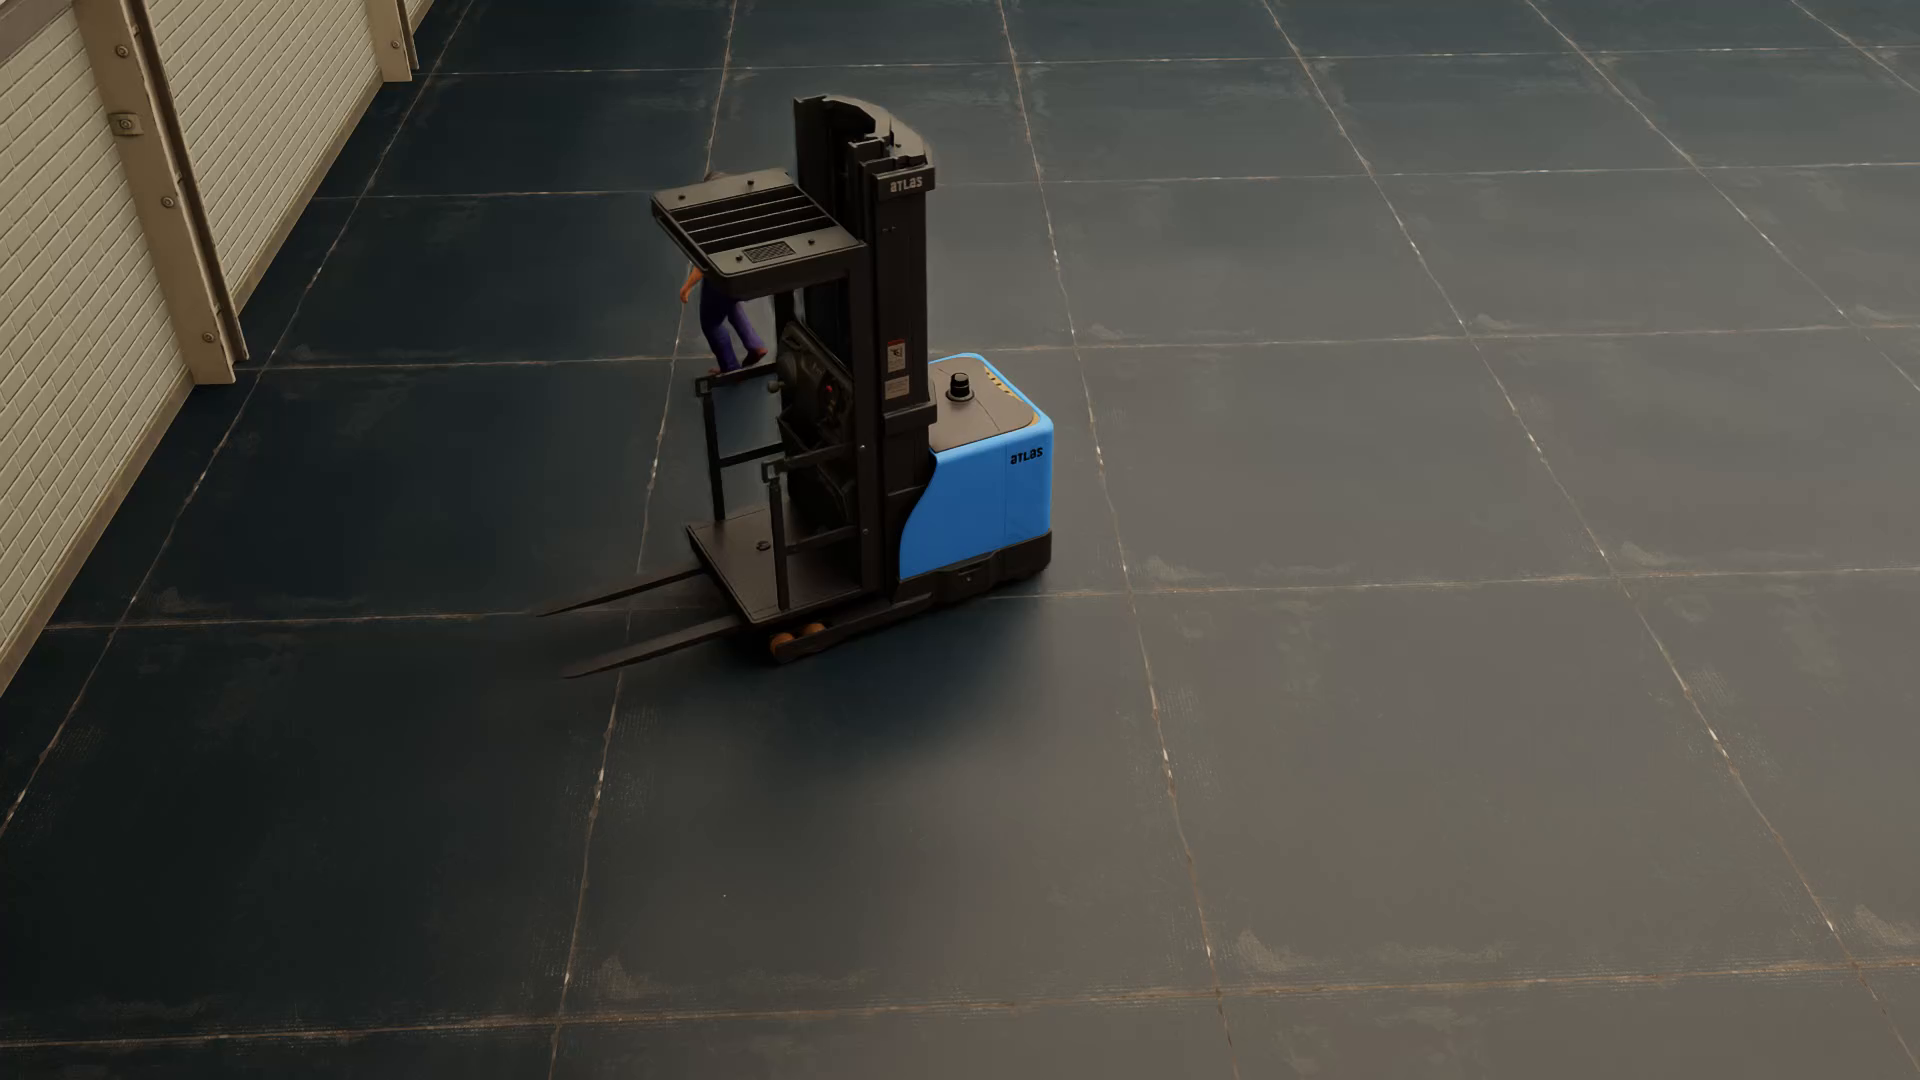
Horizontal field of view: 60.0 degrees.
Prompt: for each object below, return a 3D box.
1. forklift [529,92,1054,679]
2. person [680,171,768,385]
[{"bbox_3d":[-0.988,-0.841,9.165,3.031,2.935,1.130,-17,40,-22],"label":"forklift"},{"bbox_3d":[-1.684,-1.815,11.648,0.451,1.620,0.732,24,42,29],"label":"person"}]
